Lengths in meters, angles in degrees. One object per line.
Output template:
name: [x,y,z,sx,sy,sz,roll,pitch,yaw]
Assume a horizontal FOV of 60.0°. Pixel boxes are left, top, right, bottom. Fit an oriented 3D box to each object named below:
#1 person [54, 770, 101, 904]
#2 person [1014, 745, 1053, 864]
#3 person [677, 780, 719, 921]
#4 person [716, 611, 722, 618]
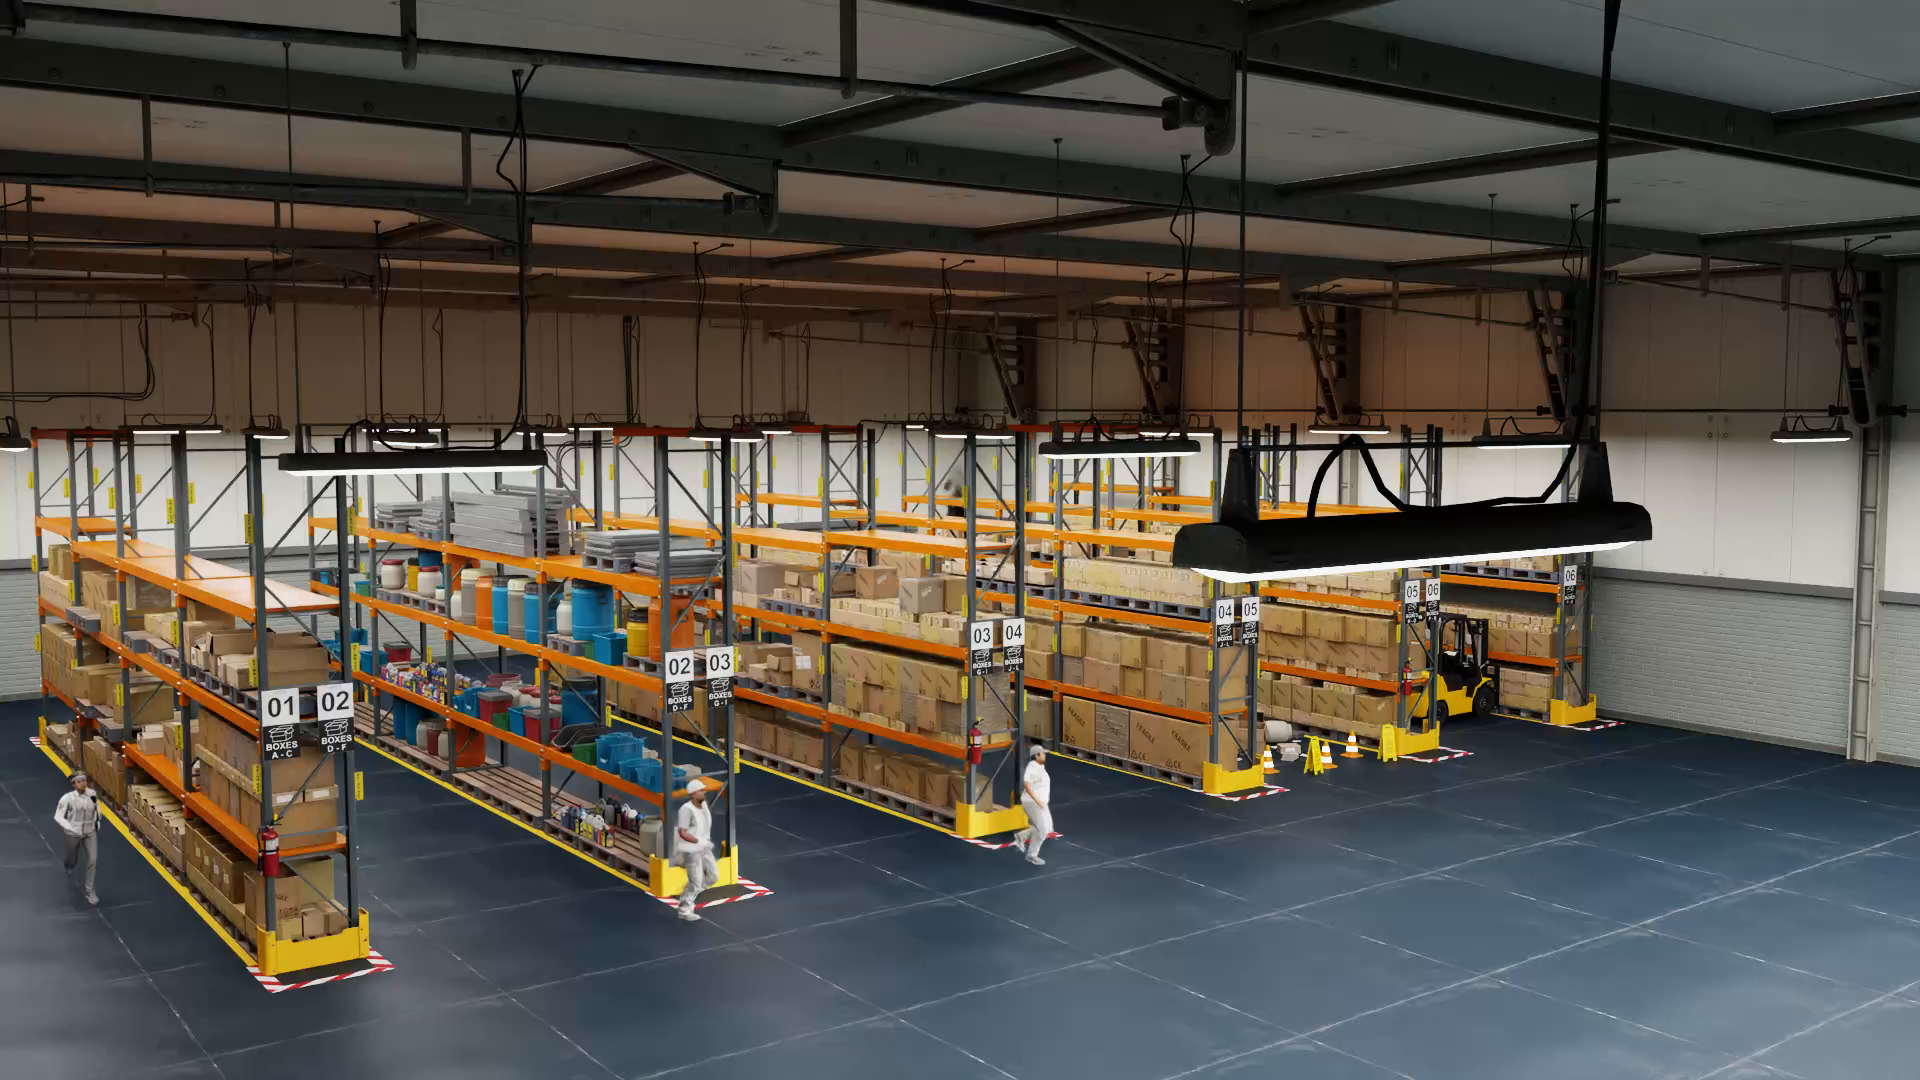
person: [-11.447,3.821,21.627,0.592,1.690,1.025,-4,6,-40]
person: [1.035,3.704,23.441,0.546,1.615,0.648,1,5,16]
person: [-3.236,3.835,20.639,0.575,1.741,0.727,1,5,18]
person: [-6.217,2.295,41.240,0.861,1.547,0.586,-2,5,-23]
